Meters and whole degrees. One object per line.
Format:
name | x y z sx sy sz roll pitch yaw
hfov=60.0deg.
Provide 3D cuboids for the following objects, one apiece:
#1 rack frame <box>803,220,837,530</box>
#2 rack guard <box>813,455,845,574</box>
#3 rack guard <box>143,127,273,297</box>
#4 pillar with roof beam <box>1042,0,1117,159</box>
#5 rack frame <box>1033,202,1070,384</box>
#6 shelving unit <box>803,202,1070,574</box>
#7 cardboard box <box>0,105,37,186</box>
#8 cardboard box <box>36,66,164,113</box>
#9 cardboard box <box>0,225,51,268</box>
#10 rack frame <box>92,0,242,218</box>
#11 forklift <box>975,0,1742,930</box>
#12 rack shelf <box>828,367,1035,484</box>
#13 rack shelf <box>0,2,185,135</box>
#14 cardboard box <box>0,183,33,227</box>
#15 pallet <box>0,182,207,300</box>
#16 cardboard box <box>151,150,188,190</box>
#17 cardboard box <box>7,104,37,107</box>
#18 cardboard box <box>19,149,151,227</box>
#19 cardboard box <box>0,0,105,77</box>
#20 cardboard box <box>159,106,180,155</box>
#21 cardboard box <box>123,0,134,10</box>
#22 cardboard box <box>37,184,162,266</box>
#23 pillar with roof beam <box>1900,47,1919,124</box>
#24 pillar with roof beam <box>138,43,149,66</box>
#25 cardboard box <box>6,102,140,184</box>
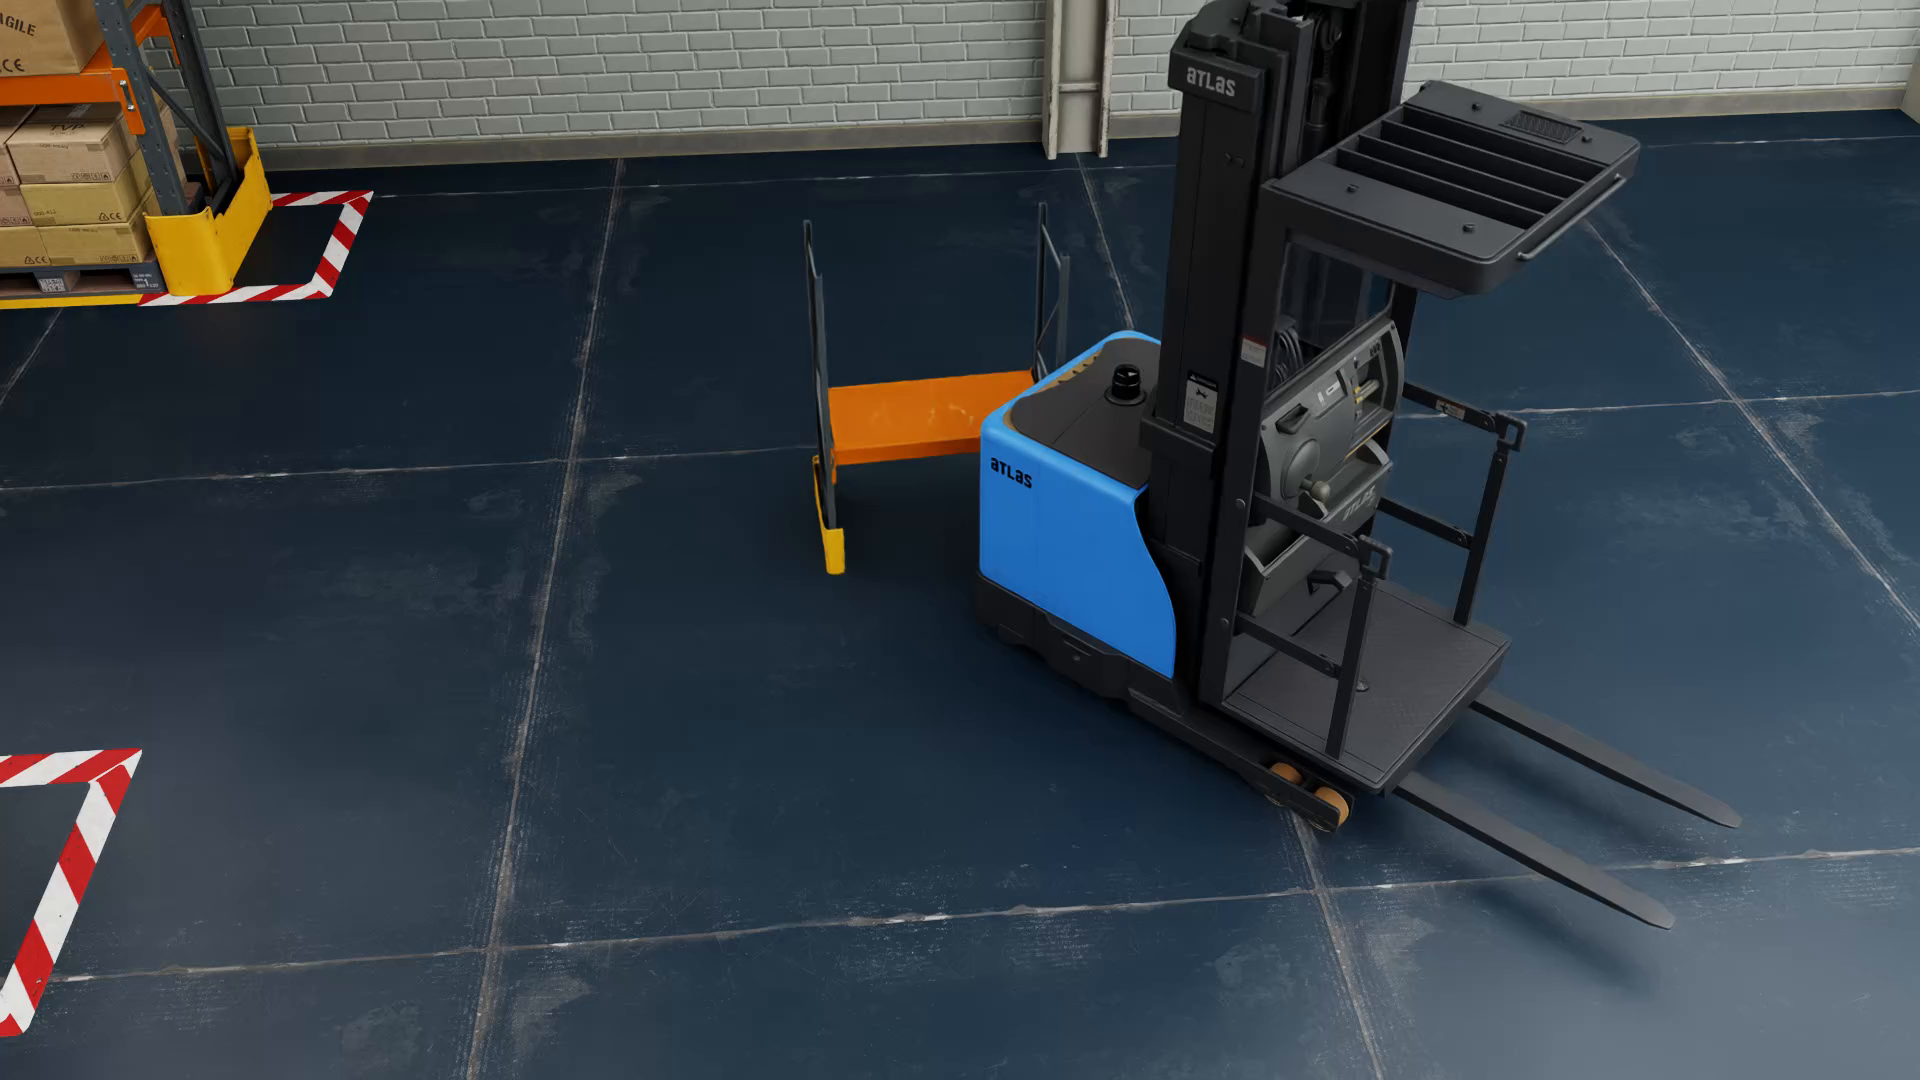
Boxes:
rack frame | -0.609 -0.615 7.318 0.032 1.500 0.500 -6 39 -7
rack guard | -0.608 -0.124 7.705 0.087 0.250 0.587 -6 39 -7
rack guard | -4.421 -1.956 9.825 0.348 0.500 1.175 -3 38 -4
pillar with roof beam | 1.140 -3.482 4.898 0.400 9.000 9.100 -3 38 -4
rack frame | 0.394 -0.716 7.447 0.032 1.500 0.500 -6 39 -7
shelving unit | -0.116 -0.664 7.381 1.083 1.500 0.587 -6 39 -7
cardboard box | -5.384 -2.164 9.145 0.500 0.250 0.500 -2 38 -3
cardboard box | -4.940 -2.504 9.576 0.500 0.250 0.500 -4 38 -5
cardboard box | -5.381 -1.779 9.464 0.500 0.250 0.500 -3 38 -4
rack frame | -4.445 -2.936 9.049 0.127 3.000 1.000 -3 38 -4
forklift | 1.509 -0.412 5.906 3.031 2.935 1.130 28 46 31
rack shelf | -0.107 -0.524 7.494 1.000 0.185 0.538 -6 39 -7
rack shelf | -6.437 -2.544 9.133 4.000 0.370 1.077 -3 38 -4
cardboard box | -5.402 -1.977 9.311 0.500 0.250 0.500 -3 38 -4
pallet | -5.203 -1.773 9.827 1.213 0.211 1.003 -3 38 -4
cardboard box | -4.951 -2.115 9.890 0.500 0.250 0.500 -3 38 -4
cardboard box | -5.438 -2.475 9.538 0.500 0.250 0.500 -3 38 -4
cardboard box | -4.902 -1.998 9.338 0.500 0.250 0.500 -4 38 -5
cardboard box | -4.912 -2.786 8.779 0.500 0.500 0.500 -4 38 -5
cardboard box | -4.931 -2.320 9.746 0.500 0.250 0.500 -2 38 -3
cardboard box | -4.963 -3.119 9.201 0.500 0.500 0.500 -2 38 -3
cardboard box | -4.885 -1.801 9.491 0.500 0.250 0.500 -3 38 -4
pillar with roof beam | 7.116 -3.811 5.315 0.400 9.000 9.100 -3 38 -4
pillar with roof beam | -4.837 -3.153 4.481 0.400 9.000 9.100 -3 38 -4
cardboard box | -4.876 -2.196 9.185 0.500 0.250 0.500 -2 38 -2
